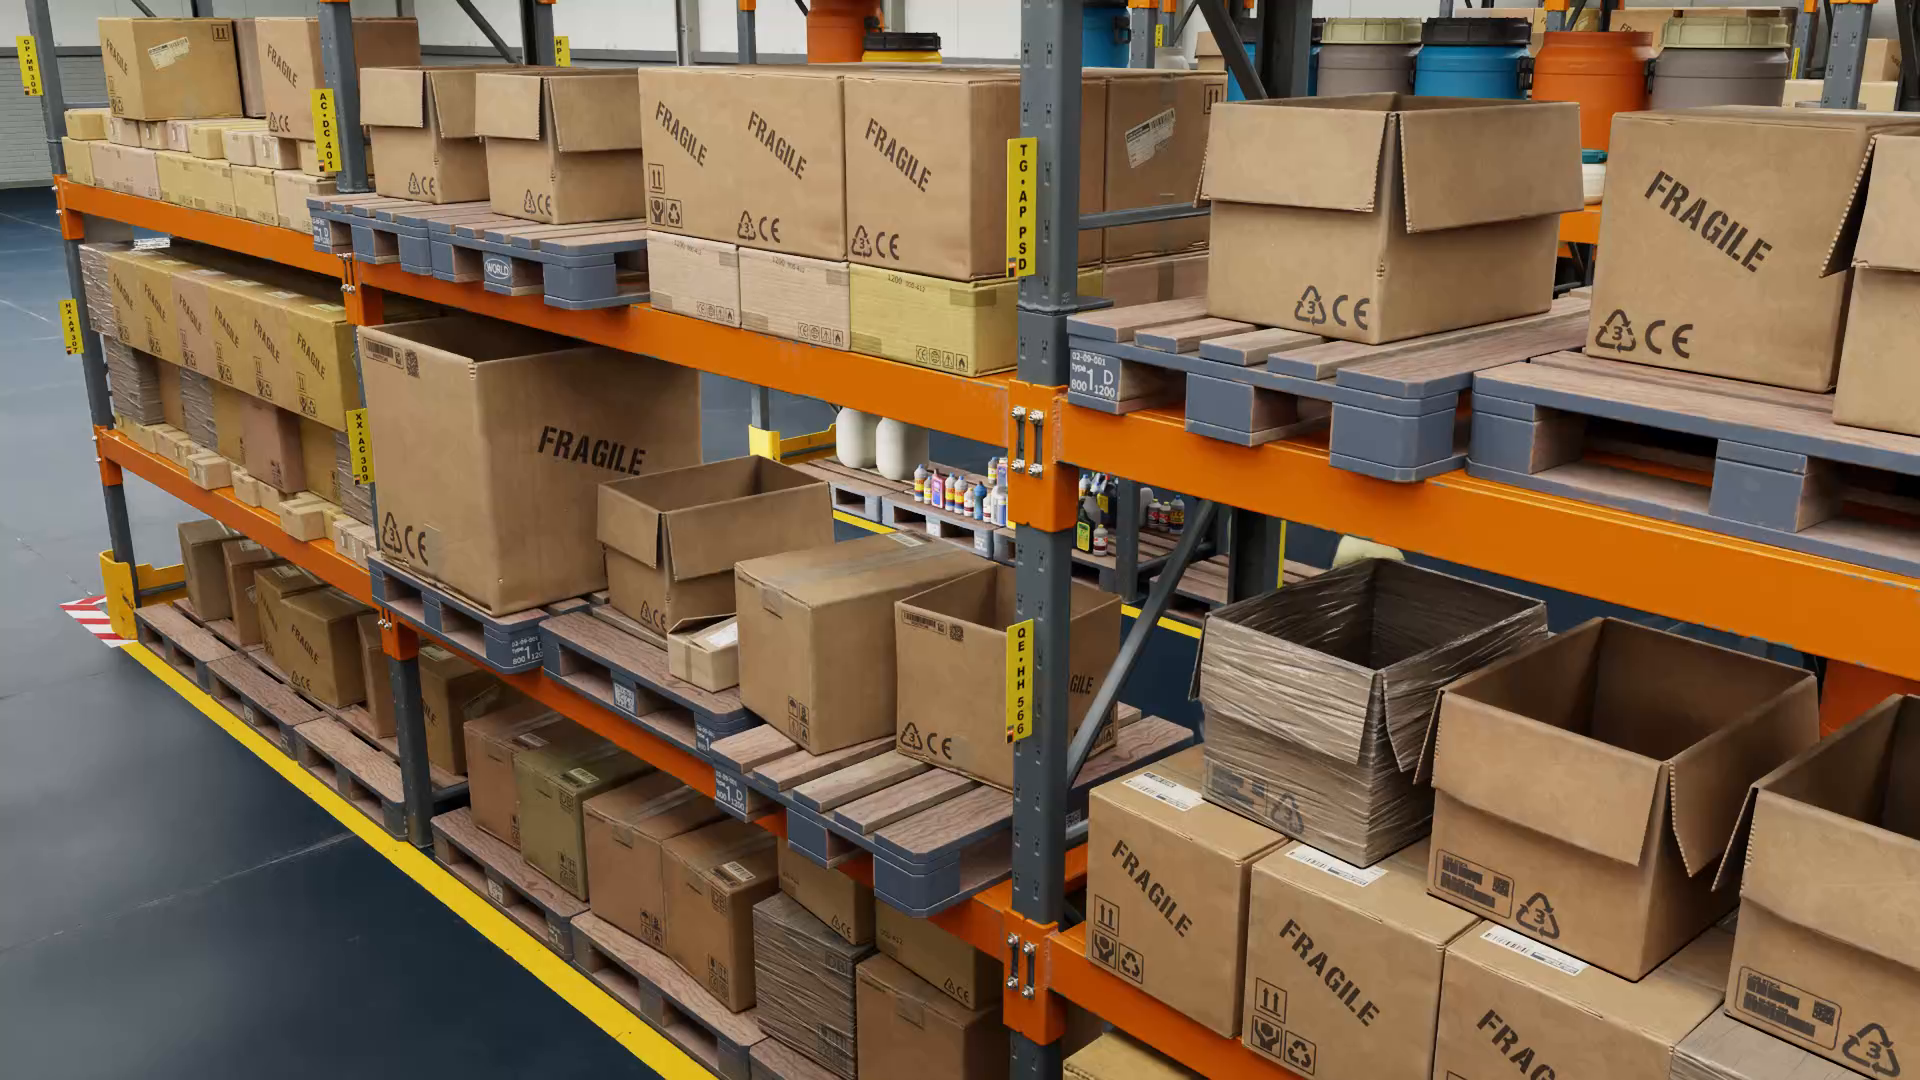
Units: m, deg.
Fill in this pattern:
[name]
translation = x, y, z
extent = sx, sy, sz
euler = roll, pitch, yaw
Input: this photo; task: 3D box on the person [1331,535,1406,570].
[person]
translation = 2.024, 0.472, 8.047
extent = 1.021, 1.616, 0.465
euler = 11, 20, 31
